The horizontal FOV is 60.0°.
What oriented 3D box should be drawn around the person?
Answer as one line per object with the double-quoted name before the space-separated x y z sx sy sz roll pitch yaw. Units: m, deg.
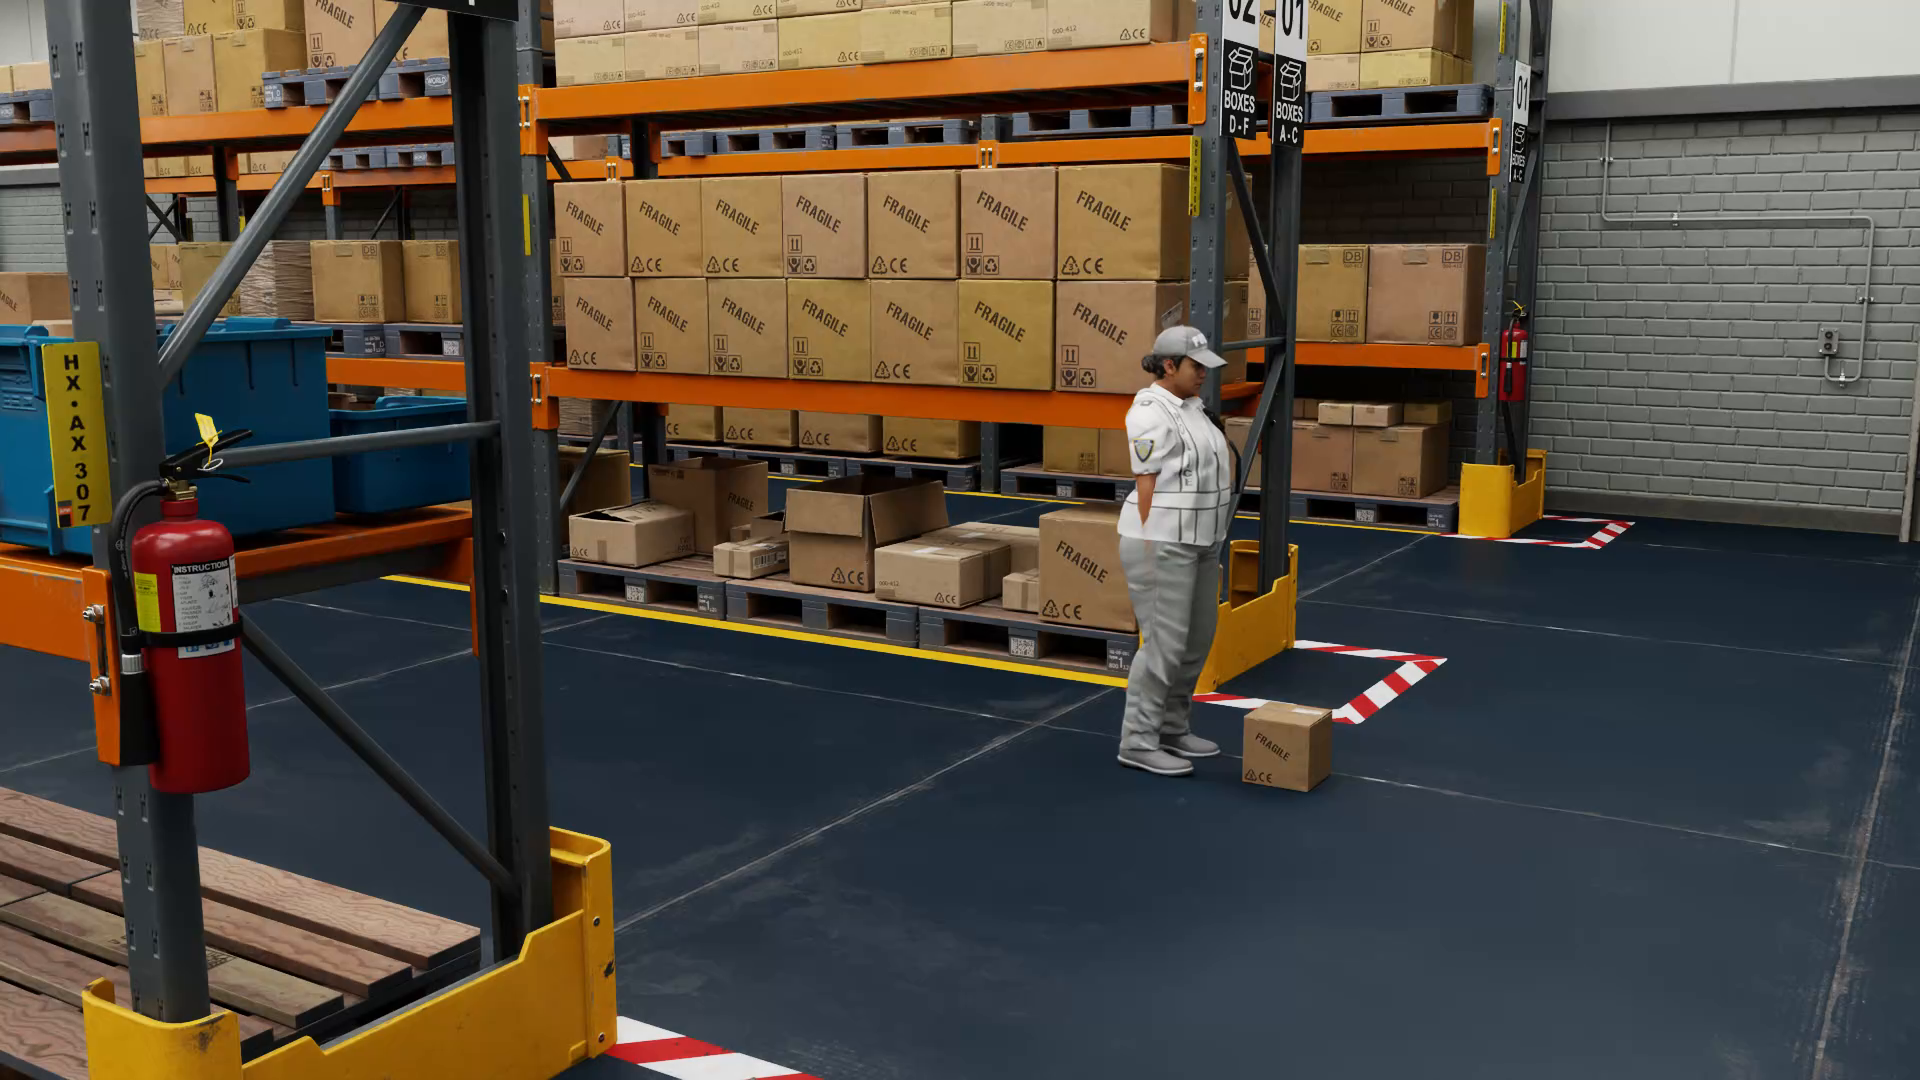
"person" 0.816 0.026 6.256 0.390 1.659 0.469 6 11 32
